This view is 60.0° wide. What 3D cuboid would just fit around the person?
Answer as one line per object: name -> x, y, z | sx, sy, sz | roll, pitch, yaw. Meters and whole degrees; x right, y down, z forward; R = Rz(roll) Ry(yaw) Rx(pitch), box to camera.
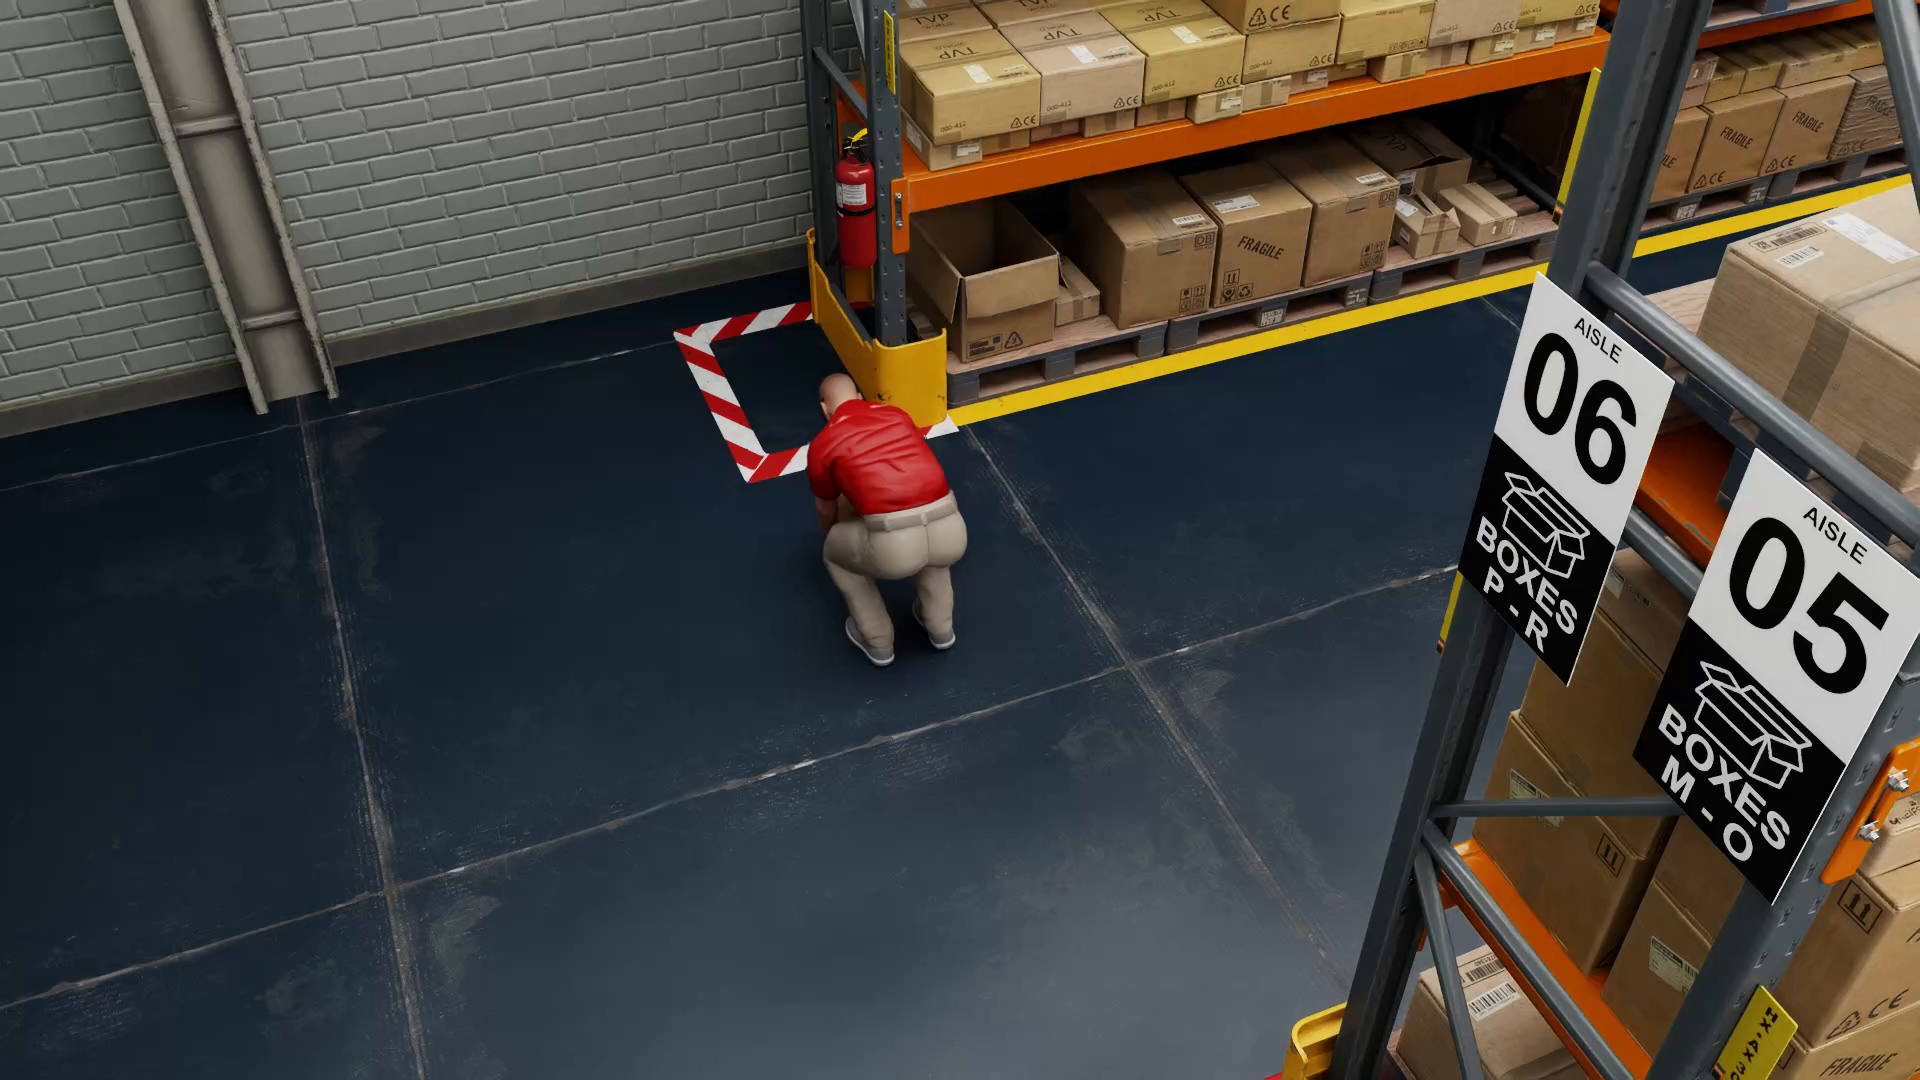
person -> -0.316, -0.068, 6.809 | 0.542, 0.990, 0.938 | -17, 44, -18
